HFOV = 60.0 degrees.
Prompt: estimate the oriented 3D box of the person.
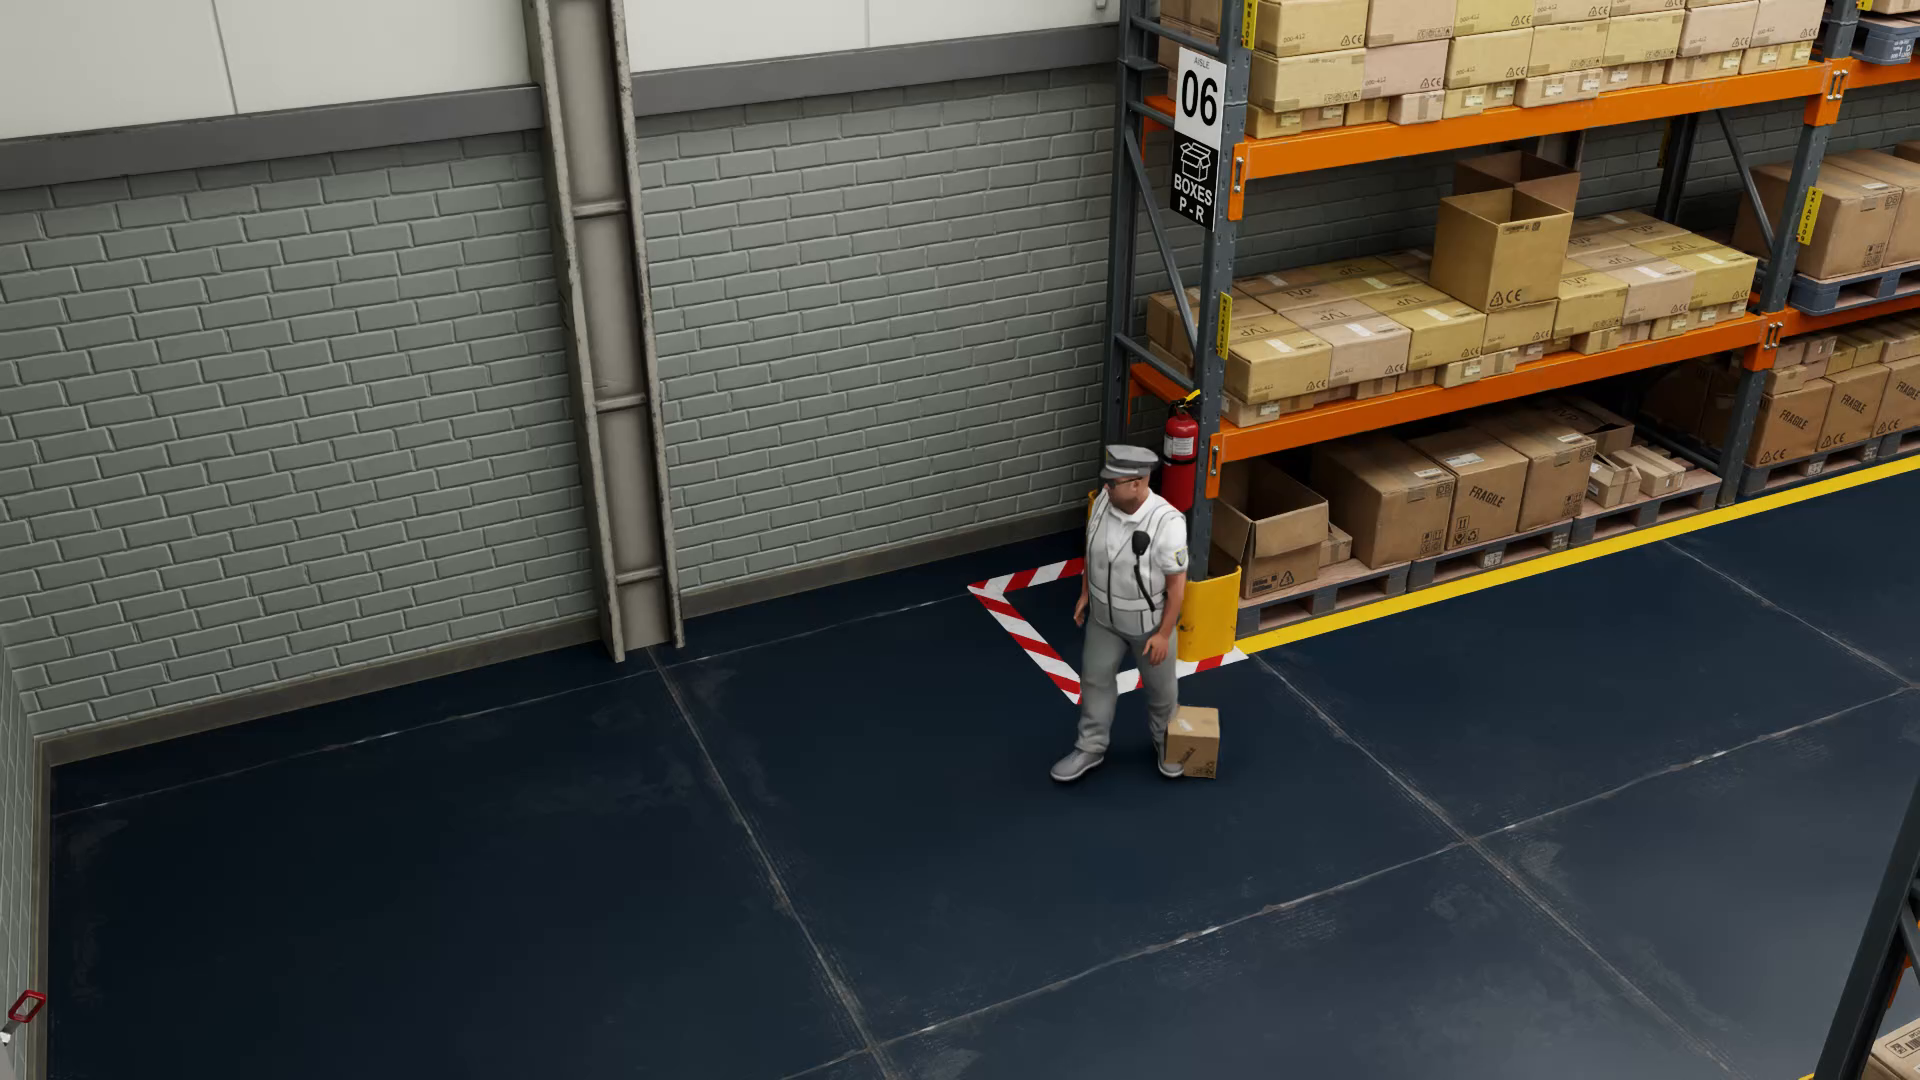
[{"bbox_3d":[0.782,0.353,7.785,0.610,1.737,0.624,20,35,31],"label":"person"}]
